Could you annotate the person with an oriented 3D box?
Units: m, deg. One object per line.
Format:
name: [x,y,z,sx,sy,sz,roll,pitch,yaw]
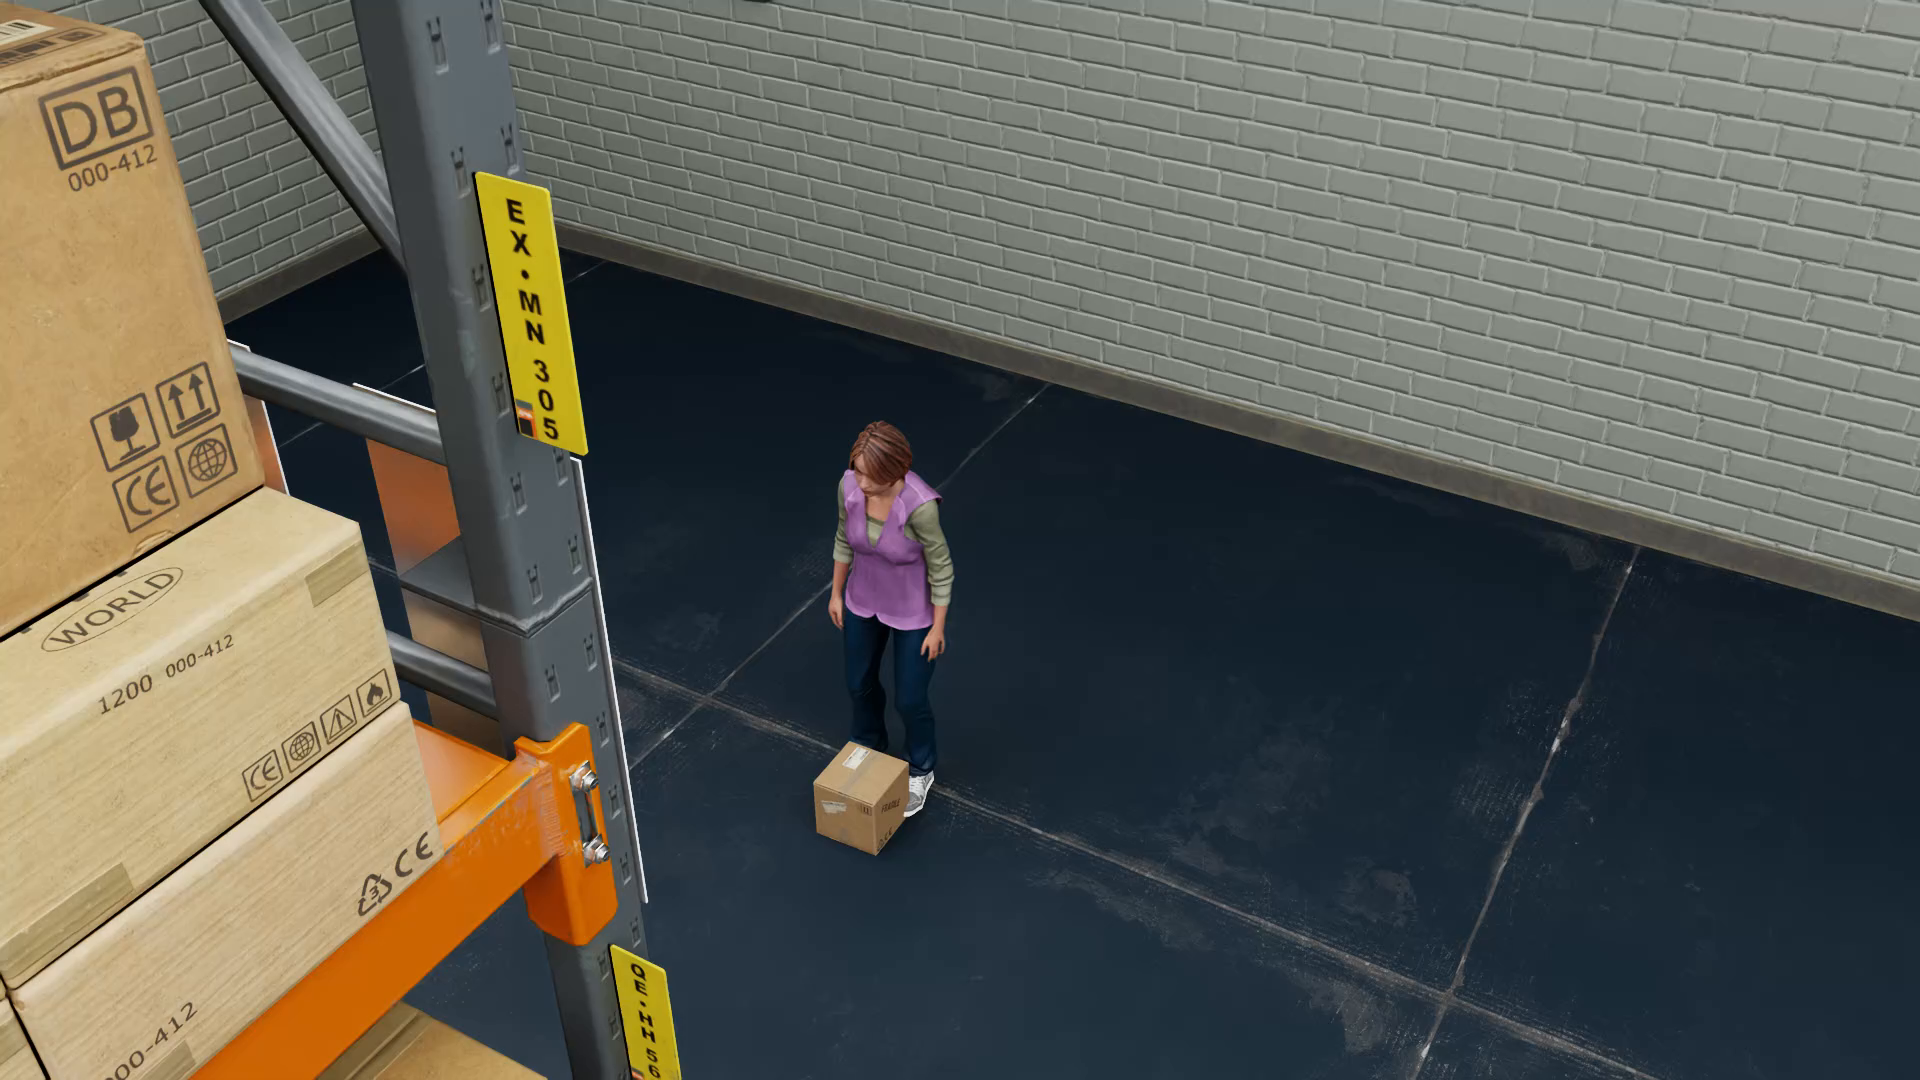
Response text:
person: [-0.243,0.259,5.777,0.468,1.593,0.350,18,38,24]
